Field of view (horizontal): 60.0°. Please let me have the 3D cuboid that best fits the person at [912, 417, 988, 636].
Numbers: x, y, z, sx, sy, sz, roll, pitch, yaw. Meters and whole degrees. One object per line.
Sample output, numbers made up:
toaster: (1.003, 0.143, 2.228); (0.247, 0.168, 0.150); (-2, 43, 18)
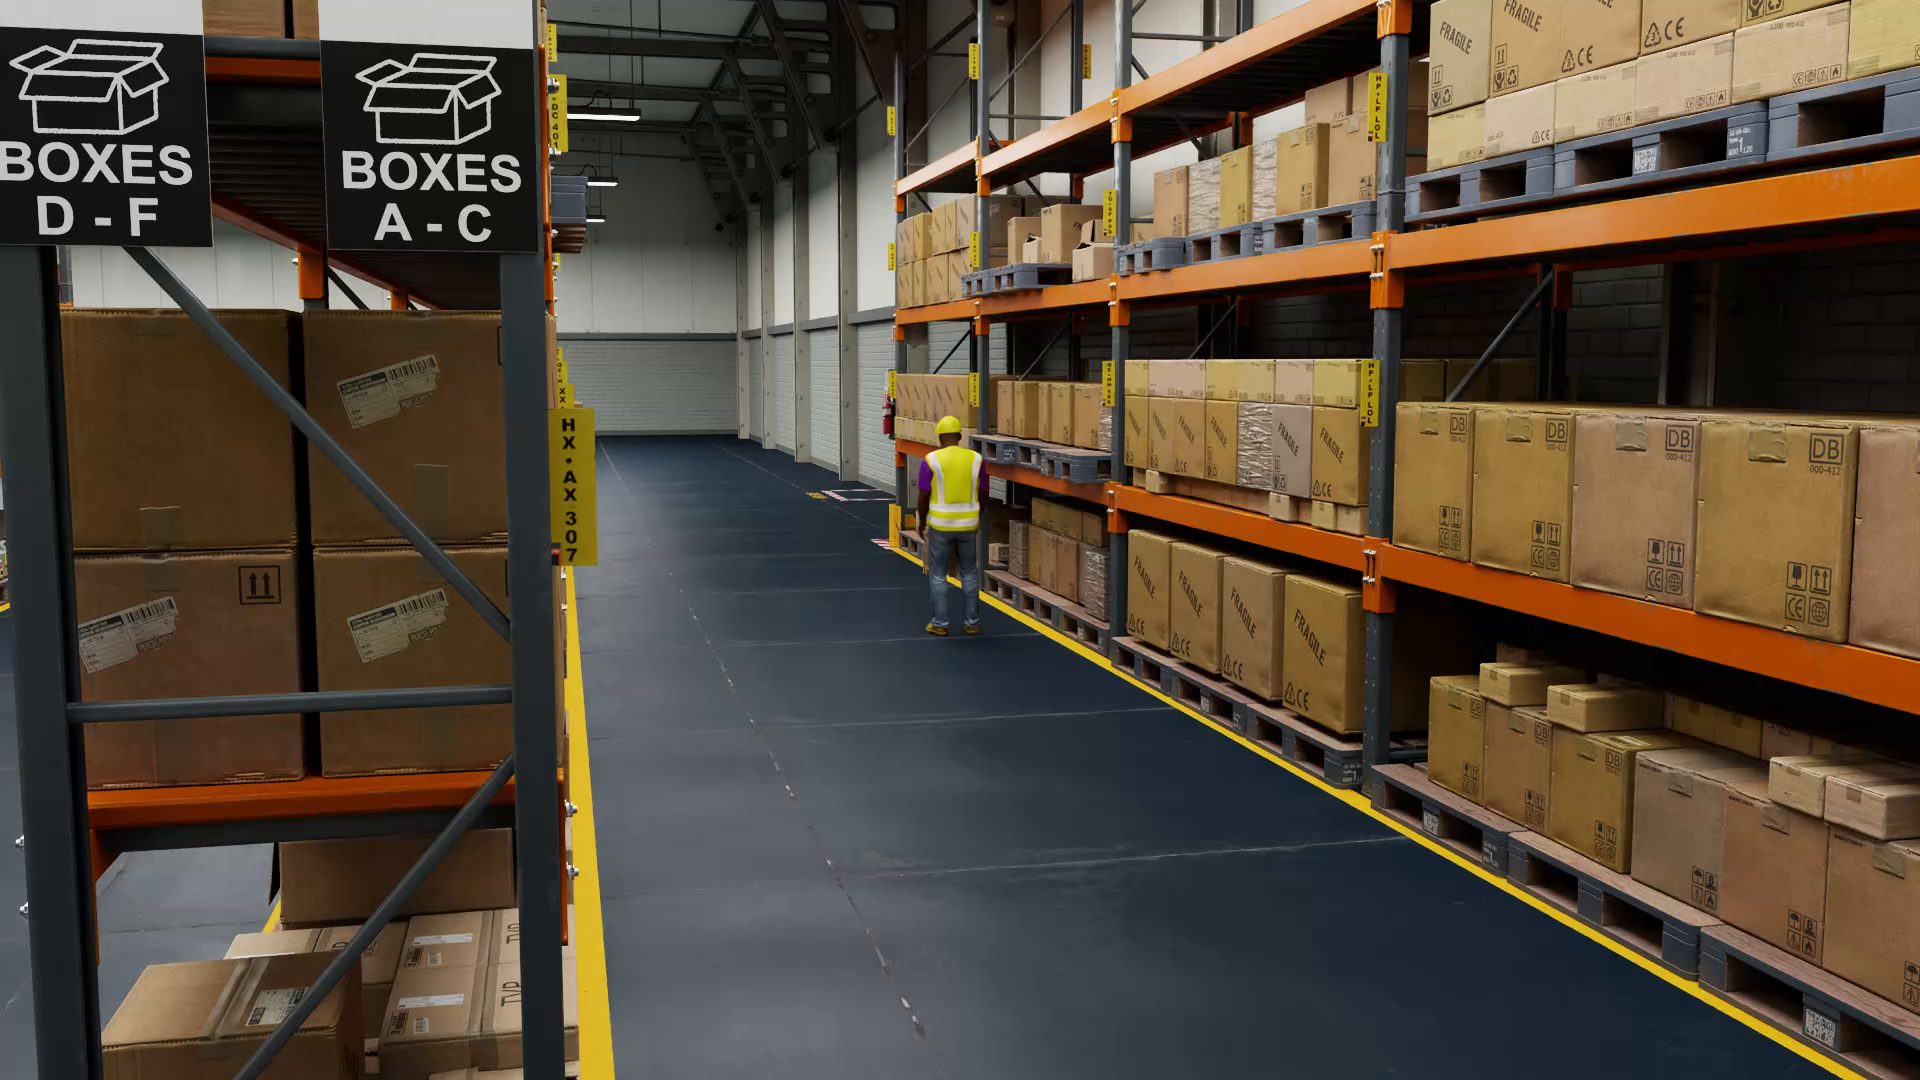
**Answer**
person: (-0.085, -0.116, 13.460); (0.635, 1.761, 0.454); (-2, 6, -17)
